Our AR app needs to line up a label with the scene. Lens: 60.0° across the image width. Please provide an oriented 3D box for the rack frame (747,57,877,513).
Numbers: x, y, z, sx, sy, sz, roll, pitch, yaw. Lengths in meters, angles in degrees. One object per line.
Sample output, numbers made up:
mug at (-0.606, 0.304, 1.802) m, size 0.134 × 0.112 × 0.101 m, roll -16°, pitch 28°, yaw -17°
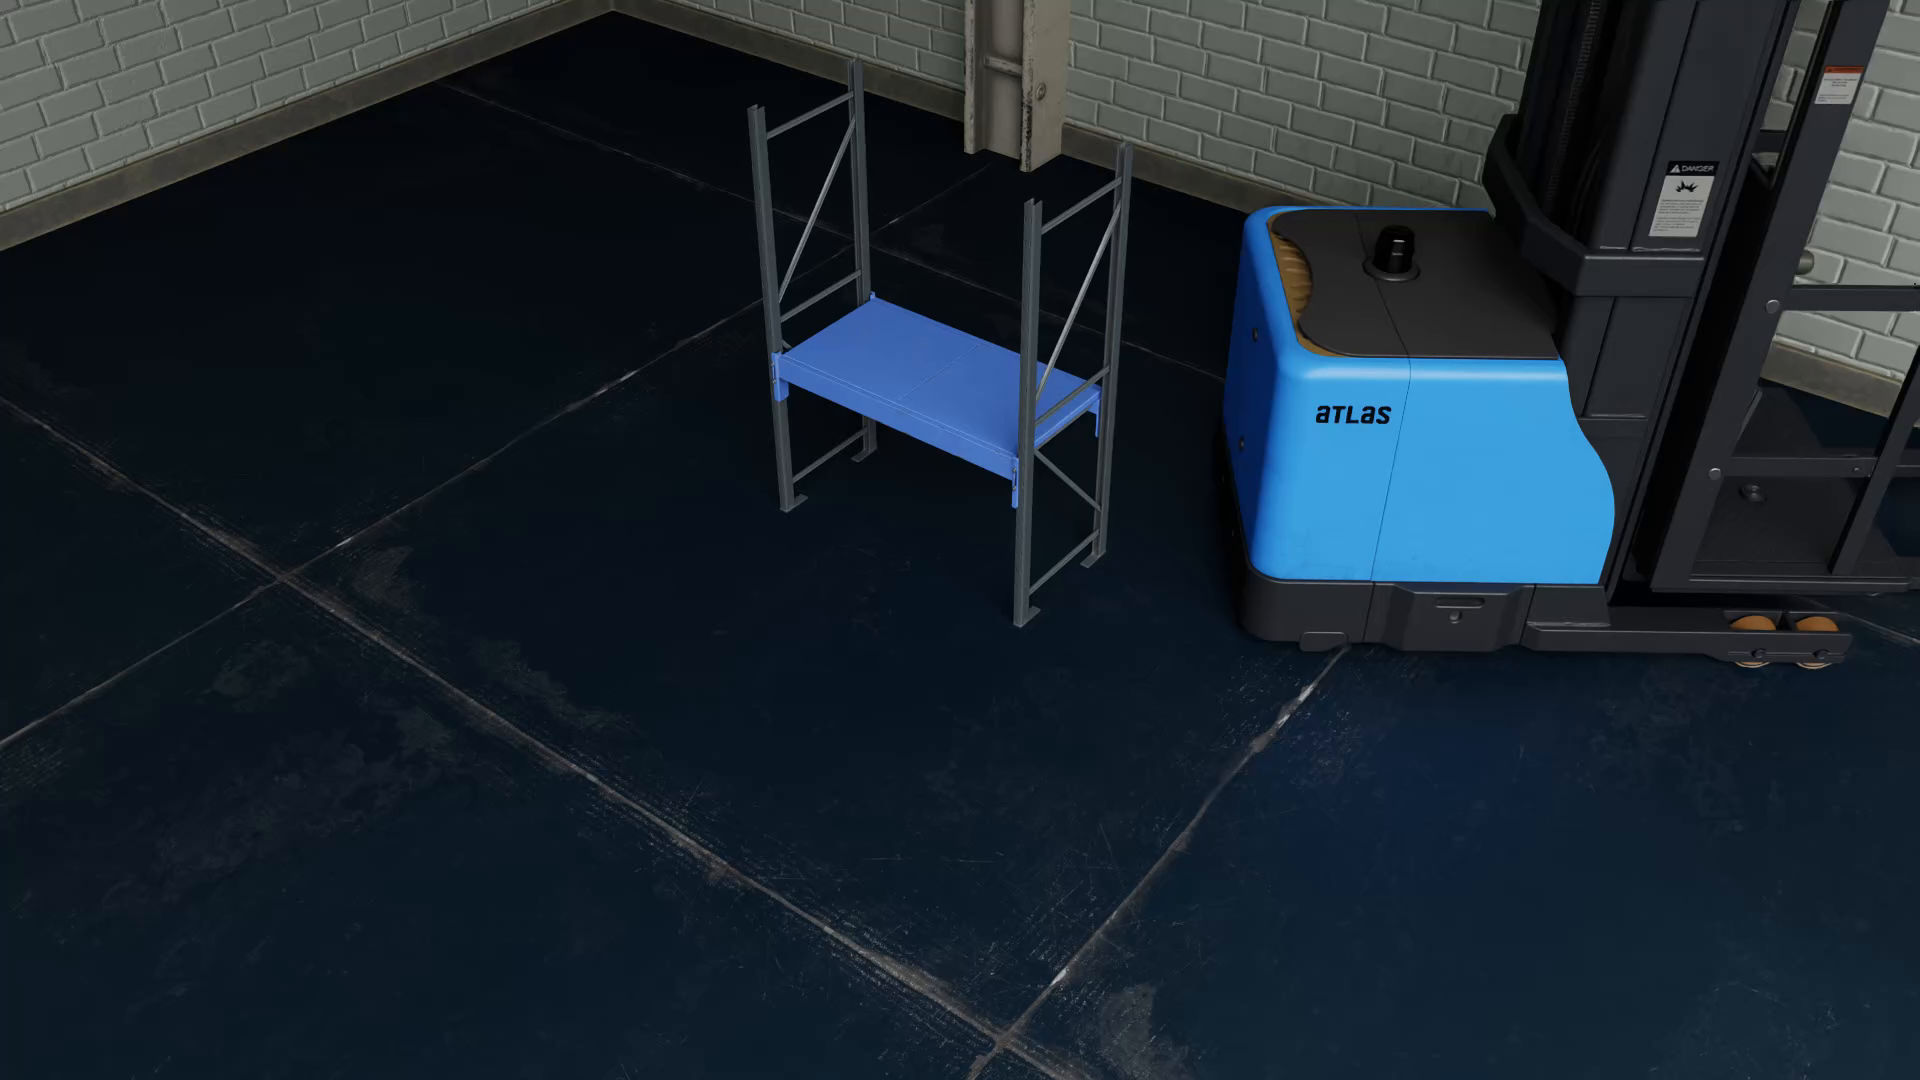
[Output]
rack frame at (-0.472, -0.813, 5.572) m, size 0.032 × 1.500 × 0.500 m, roll 25°, pitch 45°, yaw 29°

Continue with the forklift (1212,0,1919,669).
forklift at (2.411, -1.083, 4.756) m, size 3.031 × 2.935 × 1.130 m, roll 1°, pitch 38°, yaw 1°

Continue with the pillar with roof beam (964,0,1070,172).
pillar with roof beam at (-2.350, -3.354, 2.734) m, size 0.400 × 9.000 × 9.100 m, roll 25°, pitch 45°, yaw 29°

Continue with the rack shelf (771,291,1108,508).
rack shelf at (-0.068, -0.481, 5.439) m, size 1.000 × 0.185 × 0.538 m, roll 25°, pitch 45°, yaw 29°

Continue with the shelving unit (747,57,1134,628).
shelving unit at (-0.068, -0.622, 5.328) m, size 1.048 × 1.500 × 0.538 m, roll 25°, pitch 45°, yaw 29°

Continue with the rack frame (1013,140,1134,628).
rack frame at (0.336, -0.432, 5.085) m, size 0.032 × 1.500 × 0.500 m, roll 25°, pitch 45°, yaw 29°
